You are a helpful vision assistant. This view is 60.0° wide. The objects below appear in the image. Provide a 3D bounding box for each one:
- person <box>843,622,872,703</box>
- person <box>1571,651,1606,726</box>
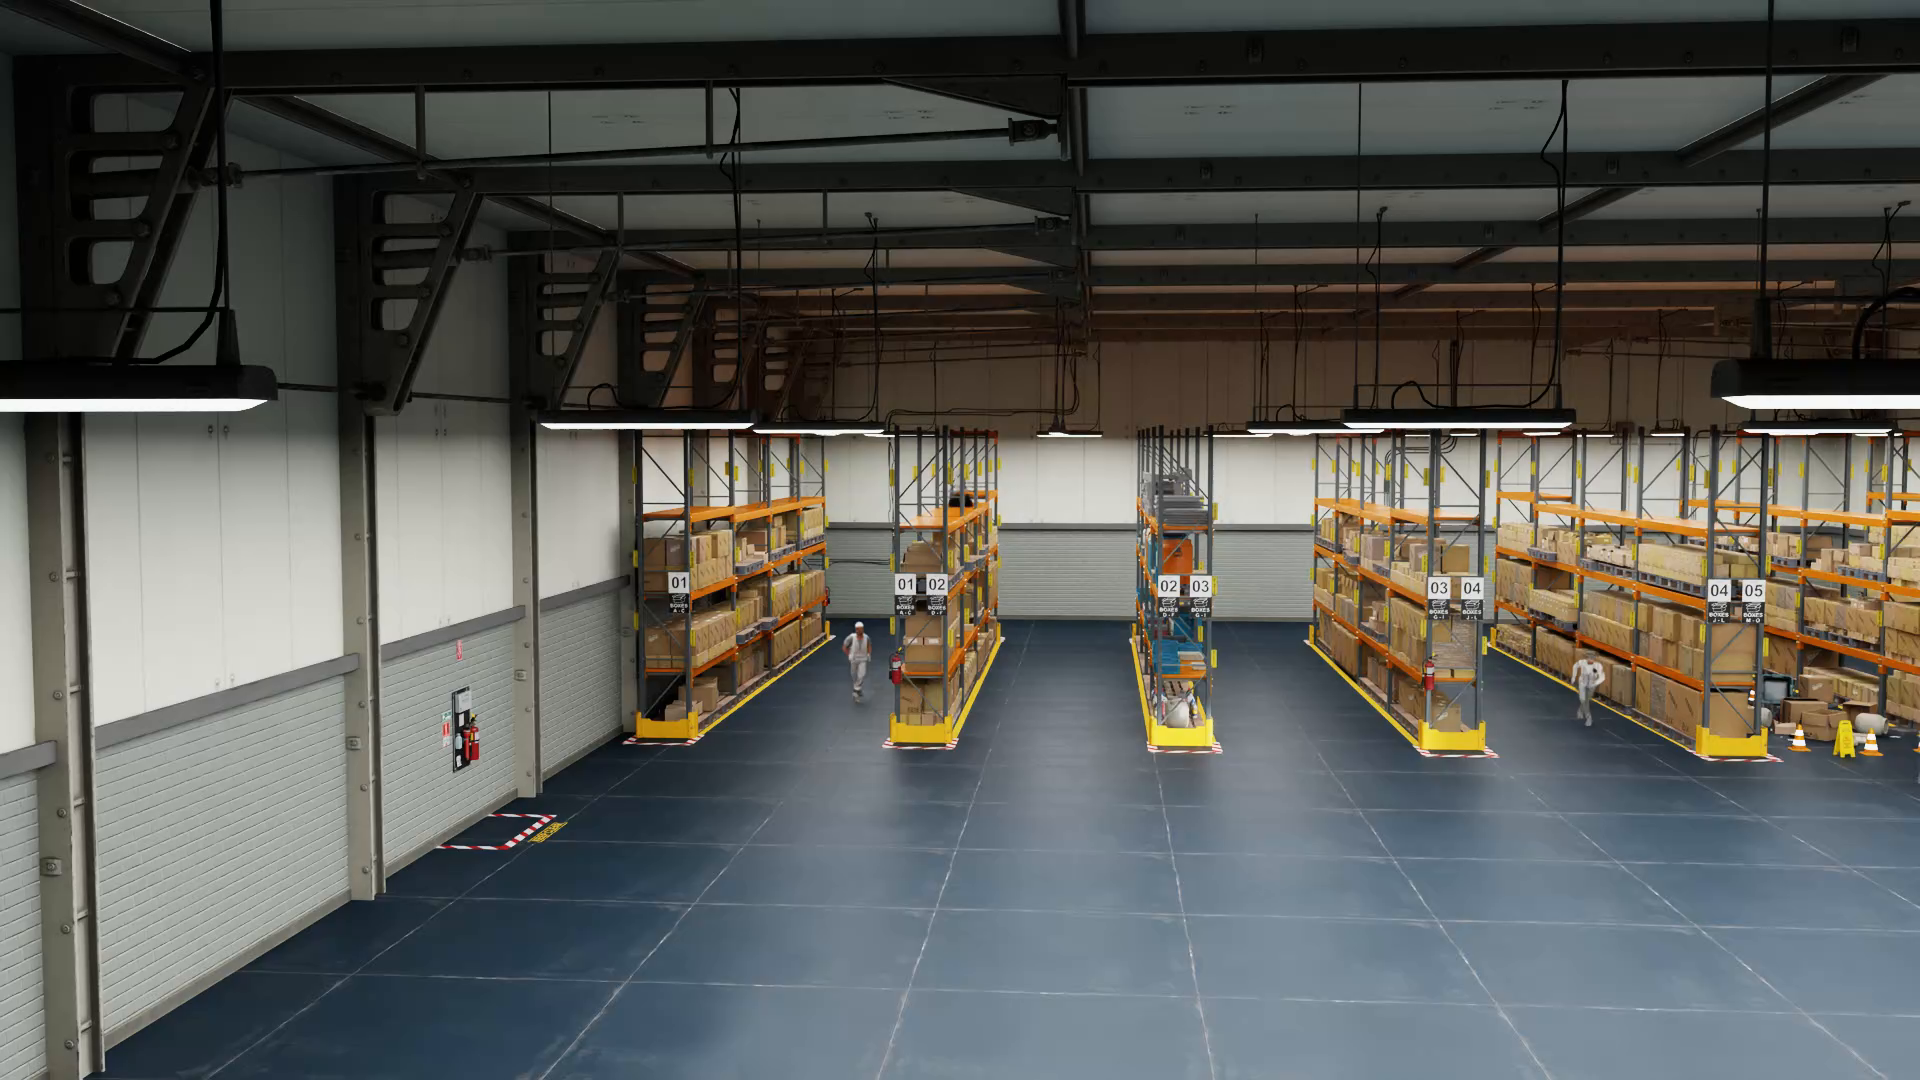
[{"bbox_3d":[-2.257,2.658,36.475,0.651,1.750,0.746,-1,3,-10],"label":"person"},{"bbox_3d":[12.645,2.942,33.496,0.611,1.507,1.015,1,4,14],"label":"person"}]
